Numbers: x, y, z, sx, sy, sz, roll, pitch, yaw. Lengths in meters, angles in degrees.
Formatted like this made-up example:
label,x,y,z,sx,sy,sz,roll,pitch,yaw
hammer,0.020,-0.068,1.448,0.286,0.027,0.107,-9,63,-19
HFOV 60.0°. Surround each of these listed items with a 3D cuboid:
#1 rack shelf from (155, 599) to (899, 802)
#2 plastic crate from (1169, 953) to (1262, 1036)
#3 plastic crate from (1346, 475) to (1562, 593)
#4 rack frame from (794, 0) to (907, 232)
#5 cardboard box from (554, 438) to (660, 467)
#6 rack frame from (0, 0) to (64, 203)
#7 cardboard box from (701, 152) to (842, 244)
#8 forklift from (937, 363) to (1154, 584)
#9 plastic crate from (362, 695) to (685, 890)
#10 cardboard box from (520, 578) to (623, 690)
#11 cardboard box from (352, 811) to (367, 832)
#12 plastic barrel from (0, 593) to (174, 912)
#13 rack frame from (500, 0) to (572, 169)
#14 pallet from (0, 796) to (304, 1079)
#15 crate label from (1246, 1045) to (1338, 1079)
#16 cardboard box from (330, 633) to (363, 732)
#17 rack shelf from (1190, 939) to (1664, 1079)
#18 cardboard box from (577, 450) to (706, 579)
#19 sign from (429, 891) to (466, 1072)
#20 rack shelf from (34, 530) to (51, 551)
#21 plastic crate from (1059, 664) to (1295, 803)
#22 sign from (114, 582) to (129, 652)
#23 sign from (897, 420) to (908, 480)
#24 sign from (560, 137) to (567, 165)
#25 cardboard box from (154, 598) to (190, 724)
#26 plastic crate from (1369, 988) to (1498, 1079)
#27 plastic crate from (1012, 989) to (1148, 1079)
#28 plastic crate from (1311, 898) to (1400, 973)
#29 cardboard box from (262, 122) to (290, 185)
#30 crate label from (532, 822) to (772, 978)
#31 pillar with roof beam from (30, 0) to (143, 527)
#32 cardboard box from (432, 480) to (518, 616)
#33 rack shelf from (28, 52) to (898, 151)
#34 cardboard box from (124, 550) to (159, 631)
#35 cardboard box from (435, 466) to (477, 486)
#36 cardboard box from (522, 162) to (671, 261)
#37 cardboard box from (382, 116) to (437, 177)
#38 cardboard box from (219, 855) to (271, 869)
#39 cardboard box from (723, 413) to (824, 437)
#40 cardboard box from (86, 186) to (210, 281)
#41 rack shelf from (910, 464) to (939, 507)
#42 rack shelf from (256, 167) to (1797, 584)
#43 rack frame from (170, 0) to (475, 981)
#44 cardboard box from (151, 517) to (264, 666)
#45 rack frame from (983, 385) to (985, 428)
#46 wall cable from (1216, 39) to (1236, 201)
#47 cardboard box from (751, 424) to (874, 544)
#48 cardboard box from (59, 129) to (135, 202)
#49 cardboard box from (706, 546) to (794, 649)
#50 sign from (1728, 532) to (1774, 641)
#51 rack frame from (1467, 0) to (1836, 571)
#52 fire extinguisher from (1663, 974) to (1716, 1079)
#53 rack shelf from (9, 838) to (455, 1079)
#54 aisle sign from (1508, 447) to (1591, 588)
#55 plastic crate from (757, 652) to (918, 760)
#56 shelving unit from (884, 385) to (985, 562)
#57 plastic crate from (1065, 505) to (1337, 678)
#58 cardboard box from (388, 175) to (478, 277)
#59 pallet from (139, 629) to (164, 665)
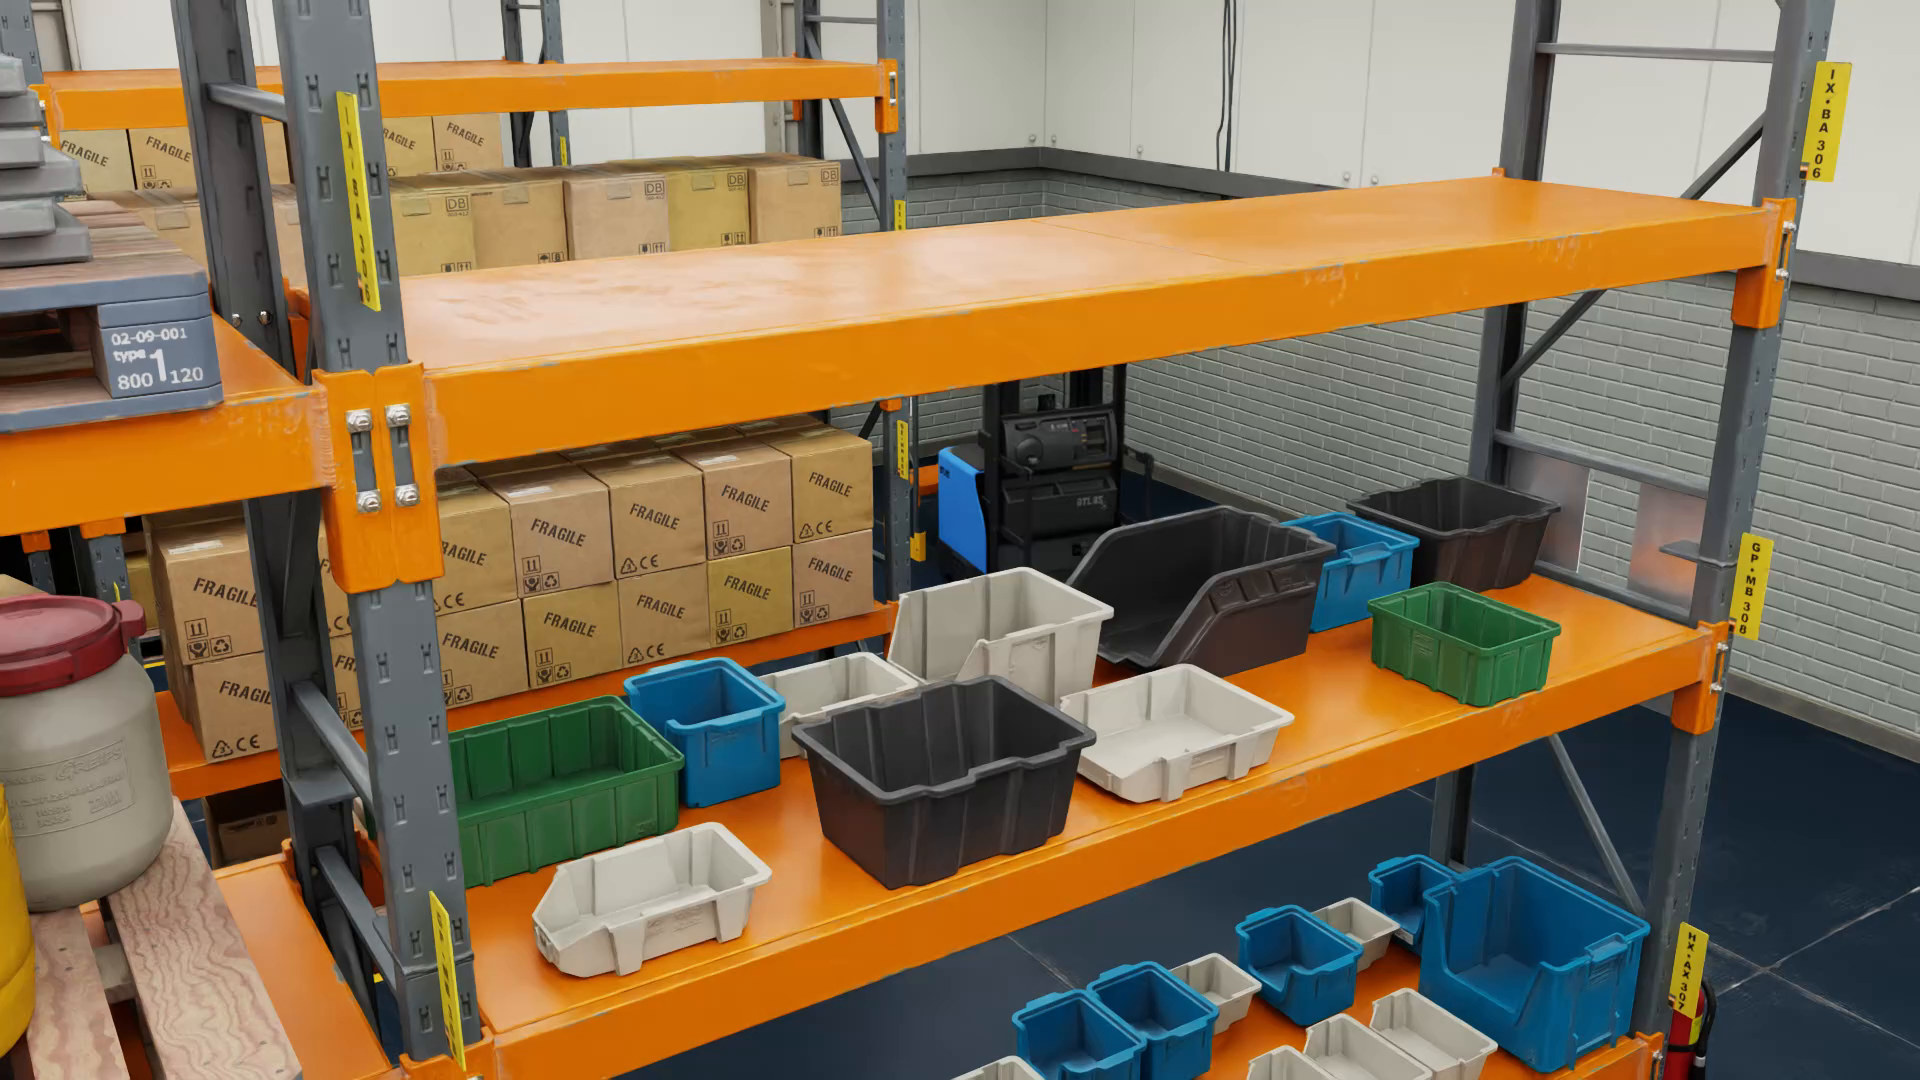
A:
label,x,y,z,sx,sy,sz,roll,pitch,yaw
rack shelf,-2.277,0.739,9.000,4.000,0.370,1.077,-12,22,-31
plastic crate,0.847,1.577,5.715,0.298,0.136,0.250,-12,22,-31
plastic crate,1.640,0.005,5.566,0.590,0.269,0.497,-12,22,-31
rack frame,-0.607,-2.797,8.966,0.127,3.000,1.000,-12,22,-31
cardboard box,-1.975,-0.287,9.193,0.500,0.500,0.500,-12,22,-31
rack frame,-3.947,-2.092,6.882,0.127,3.000,1.000,-12,22,-31
cardboard box,-1.027,-1.802,8.990,0.500,0.500,0.700,-12,22,-31
forklift,0.846,-0.756,12.406,1.130,2.935,3.031,-8,20,-22
plastic crate,-1.039,0.599,3.935,0.662,0.188,0.450,-12,22,-31
cardboard box,-2.103,0.417,8.671,0.500,0.500,0.500,-12,22,-32
cardboard box,-3.347,1.634,8.993,0.250,0.149,0.380,-12,22,-31
plastic barrel,-1.804,0.417,3.276,0.433,0.535,0.433,0,19,0
rack frame,-3.334,-4.121,12.883,0.127,3.000,1.000,-12,22,-31
pallet,-1.827,0.908,2.986,1.003,0.211,1.213,-12,22,-31
crate label,1.064,1.762,5.166,0.243,0.136,0.396,-12,22,-31
cardboard box,-2.946,0.595,8.146,0.500,0.500,0.500,-11,22,-30
rack shelf,0.444,2.064,5.079,4.000,0.370,1.077,-12,22,-31
cardboard box,-1.679,-0.142,8.764,0.500,0.500,0.500,-11,22,-30
sign,-0.925,0.798,3.004,0.005,0.325,0.100,-12,22,-31
rack shelf,-5.005,-0.586,12.917,4.000,0.370,1.077,-12,22,-31
plastic crate,0.525,0.505,4.295,0.530,0.136,0.437,-12,22,-31
sign,-3.639,0.349,7.220,0.005,0.325,0.100,-12,22,-31
sign,-0.318,-0.501,9.241,0.005,0.325,0.100,-12,22,-31
sign,-3.047,-2.934,12.798,0.005,0.325,0.100,-12,22,-31
cardboard box,-3.671,0.546,8.290,0.500,0.500,0.500,-11,22,-31
plastic crate,1.533,1.660,5.470,0.243,0.136,0.396,-12,22,-31
plastic crate,0.377,1.662,5.313,0.300,0.233,0.416,-12,22,-31
plastic crate,1.414,1.457,6.069,0.298,0.136,0.250,-12,22,-31
cardboard box,-5.090,-2.757,11.784,0.500,0.500,0.500,-12,22,-31
crate label,-0.659,0.771,3.510,0.466,0.136,0.293,-12,22,-31
pillar with roof beam,-4.198,-2.620,8.442,0.400,9.000,9.100,-12,22,-31
cardboard box,-2.539,0.040,8.226,0.500,0.500,0.500,-13,22,-33
rack shelf,-2.277,-2.102,8.040,4.000,0.370,1.077,-12,22,-31
cardboard box,-5.994,0.307,12.402,0.500,0.500,0.700,-12,22,-31
cardboard box,-2.820,-0.109,8.666,0.500,0.500,0.500,-12,22,-31
cardboard box,-1.850,-1.620,8.451,0.500,0.500,0.700,-12,22,-31
cardboard box,-4.219,-2.943,12.335,0.500,0.500,0.500,-11,22,-30
cardboard box,-3.478,1.799,8.250,0.500,0.311,0.500,-12,22,-31
cardboard box,-1.122,-0.468,9.728,0.500,0.500,0.500,-11,22,-30
cardboard box,-3.562,-1.288,7.470,0.500,0.500,0.700,-12,22,-31
rack shelf,-0.071,-0.525,14.518,1.000,0.185,0.538,-12,22,-31
rack shelf,0.444,-0.588,4.182,4.000,0.370,1.077,-12,22,-31
rack frame,-1.226,-0.766,2.961,0.127,3.000,1.000,-12,22,-31
cardboard box,-3.399,0.221,7.690,0.500,0.500,0.500,-11,22,-30
rack frame,0.353,-0.785,14.725,0.032,1.500,0.500,-12,22,-31
wall cable,1.586,-3.551,16.045,0.112,2.526,3.097,-12,22,-31
cardboard box,-0.827,-0.324,9.301,0.500,0.500,0.500,-12,22,-32
cardboard box,-5.925,-2.576,11.250,0.500,0.500,0.500,-12,22,-32
cardboard box,-1.262,0.242,9.189,0.500,0.500,0.500,-12,22,-31
sign,2.430,0.144,5.115,0.005,0.325,0.100,-12,22,-31
rack frame,2.114,-1.471,5.045,0.127,3.000,1.000,-12,22,-31
fire extinguisher,2.490,1.679,5.797,0.183,0.674,0.296,-12,22,-31
rack shelf,-2.897,1.348,2.515,4.000,0.370,1.077,-12,22,-31
aisle sign,2.011,0.047,5.862,0.004,0.787,0.394,-12,22,-31
plastic crate,-0.373,0.454,4.447,0.466,0.136,0.293,-12,22,-31
shelving unit,-0.064,-0.697,14.465,1.083,1.500,0.587,-12,22,-31
plastic crate,0.687,0.175,4.957,0.767,0.338,0.504,-12,22,-31
cardboard box,-2.653,-1.428,7.884,0.500,0.500,0.700,-12,22,-31
pallet,-5.997,0.634,12.541,1.213,0.211,1.003,-12,22,-31
